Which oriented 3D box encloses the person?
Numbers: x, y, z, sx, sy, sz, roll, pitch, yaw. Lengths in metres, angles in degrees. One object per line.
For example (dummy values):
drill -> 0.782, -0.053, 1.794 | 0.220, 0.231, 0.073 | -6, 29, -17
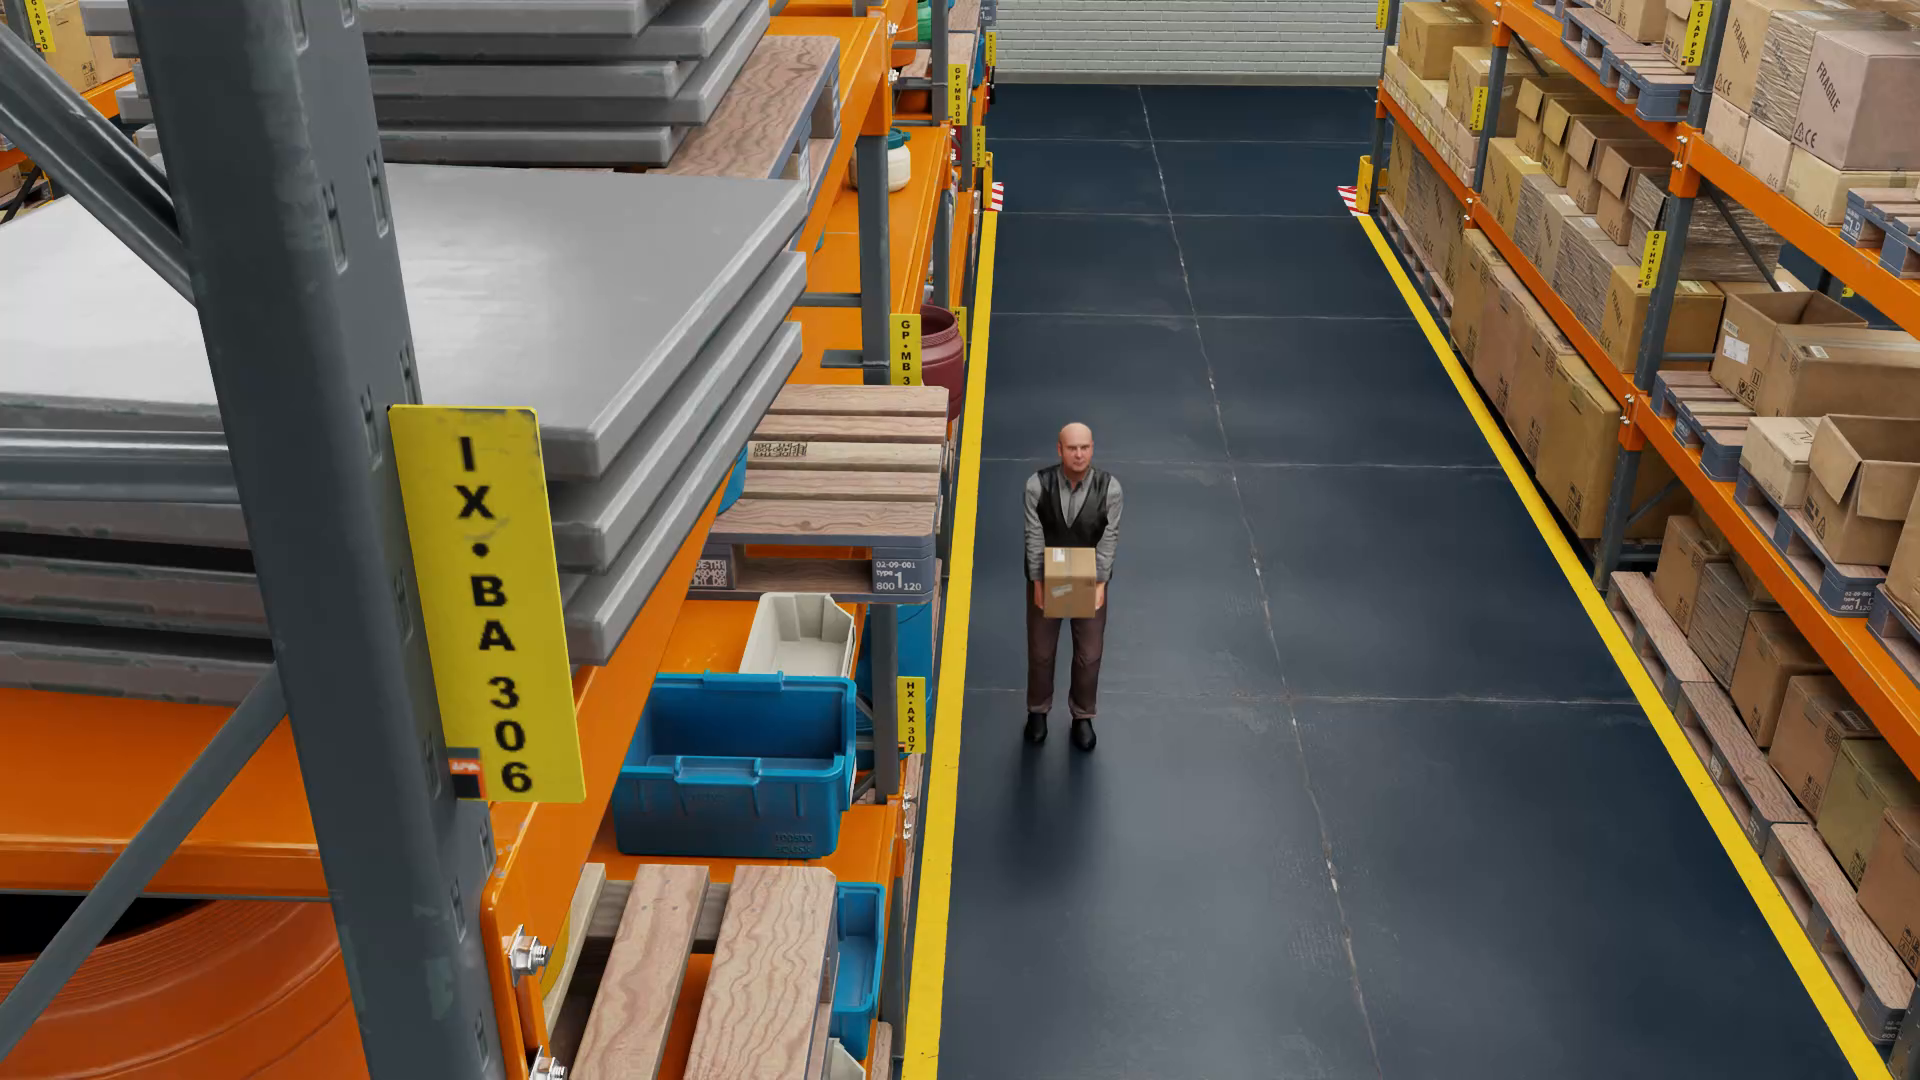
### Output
person -> 0.555, 0.256, 8.395 | 0.501, 1.723, 0.545 | 1, 28, 2
